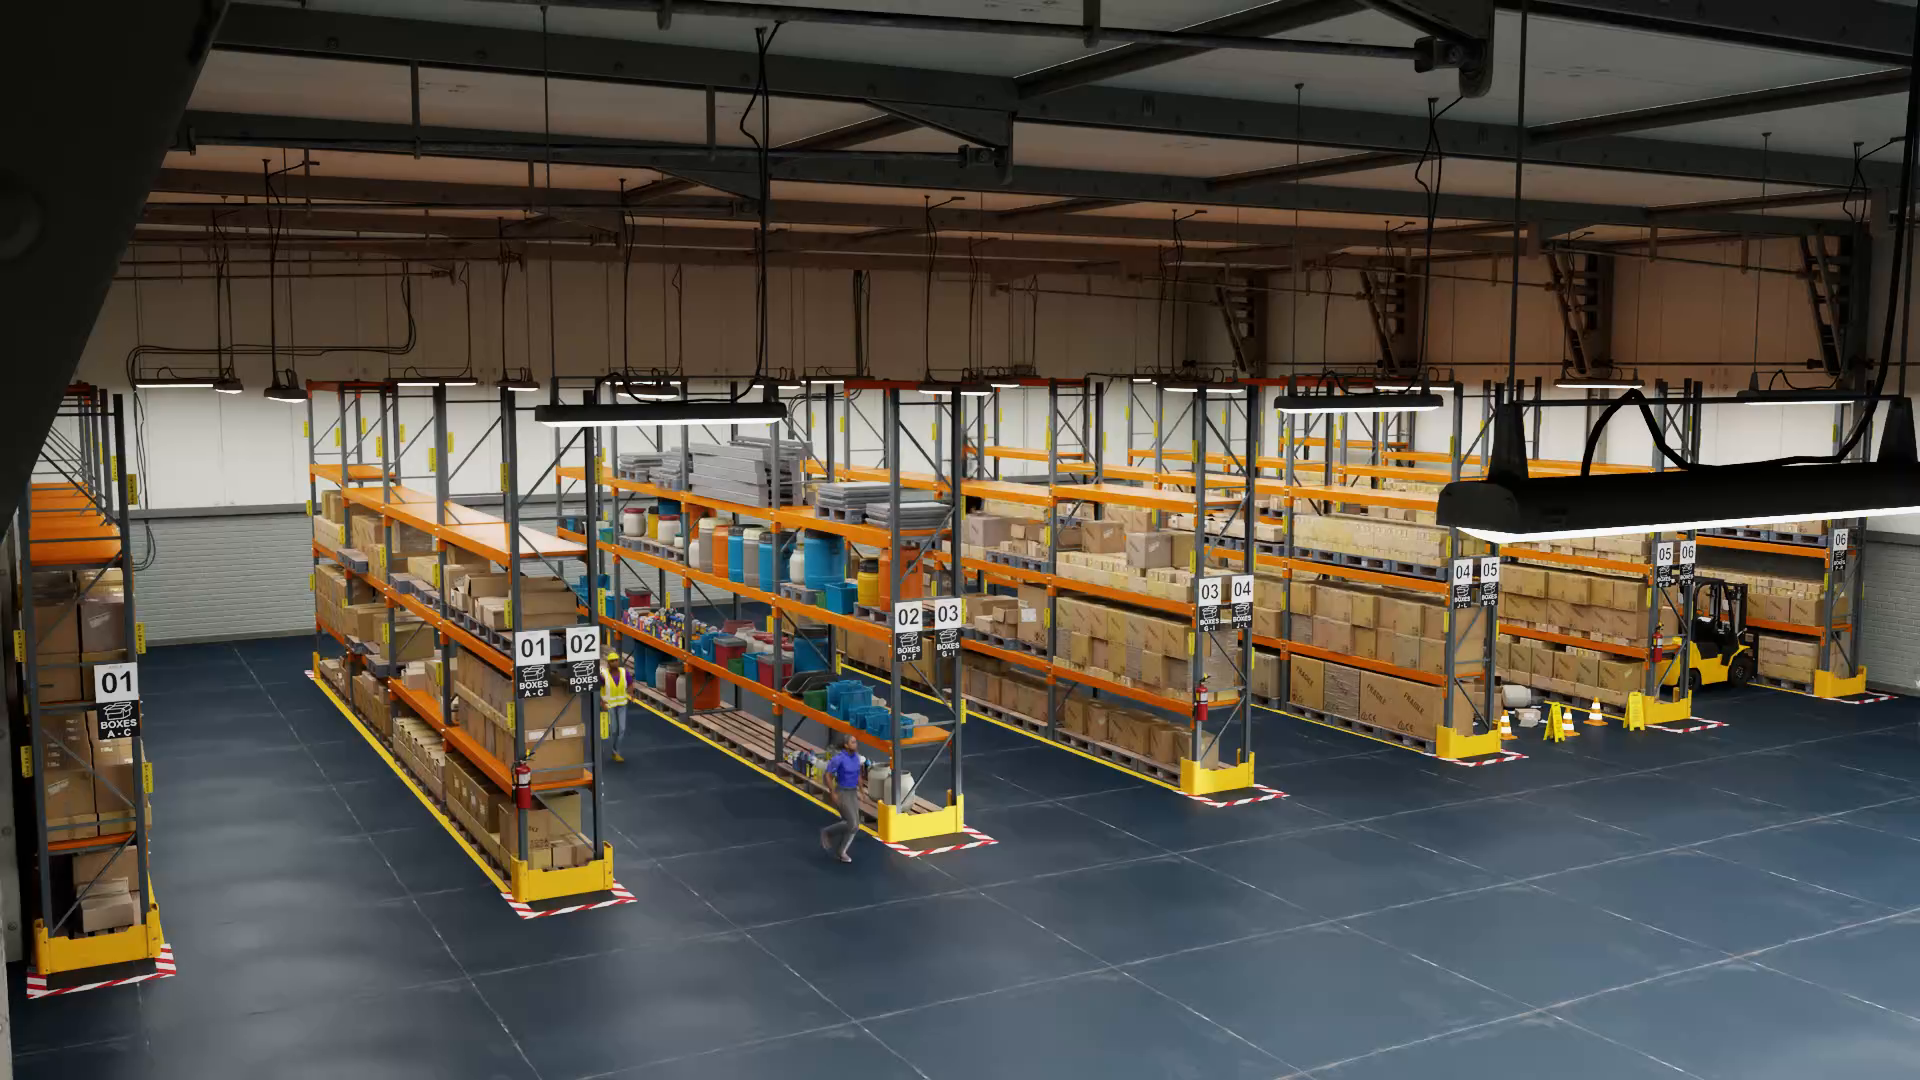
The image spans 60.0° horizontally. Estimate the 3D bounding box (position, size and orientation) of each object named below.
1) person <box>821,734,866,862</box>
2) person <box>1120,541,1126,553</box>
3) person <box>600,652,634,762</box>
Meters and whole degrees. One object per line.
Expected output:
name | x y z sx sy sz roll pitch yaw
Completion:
person | -1.444 3.281 21.332 0.523 1.579 0.613 4 7 35
person | 4.471 0.752 44.645 0.894 1.699 0.706 1 6 12
person | -5.548 2.649 26.649 0.698 1.741 0.662 -4 7 -34
